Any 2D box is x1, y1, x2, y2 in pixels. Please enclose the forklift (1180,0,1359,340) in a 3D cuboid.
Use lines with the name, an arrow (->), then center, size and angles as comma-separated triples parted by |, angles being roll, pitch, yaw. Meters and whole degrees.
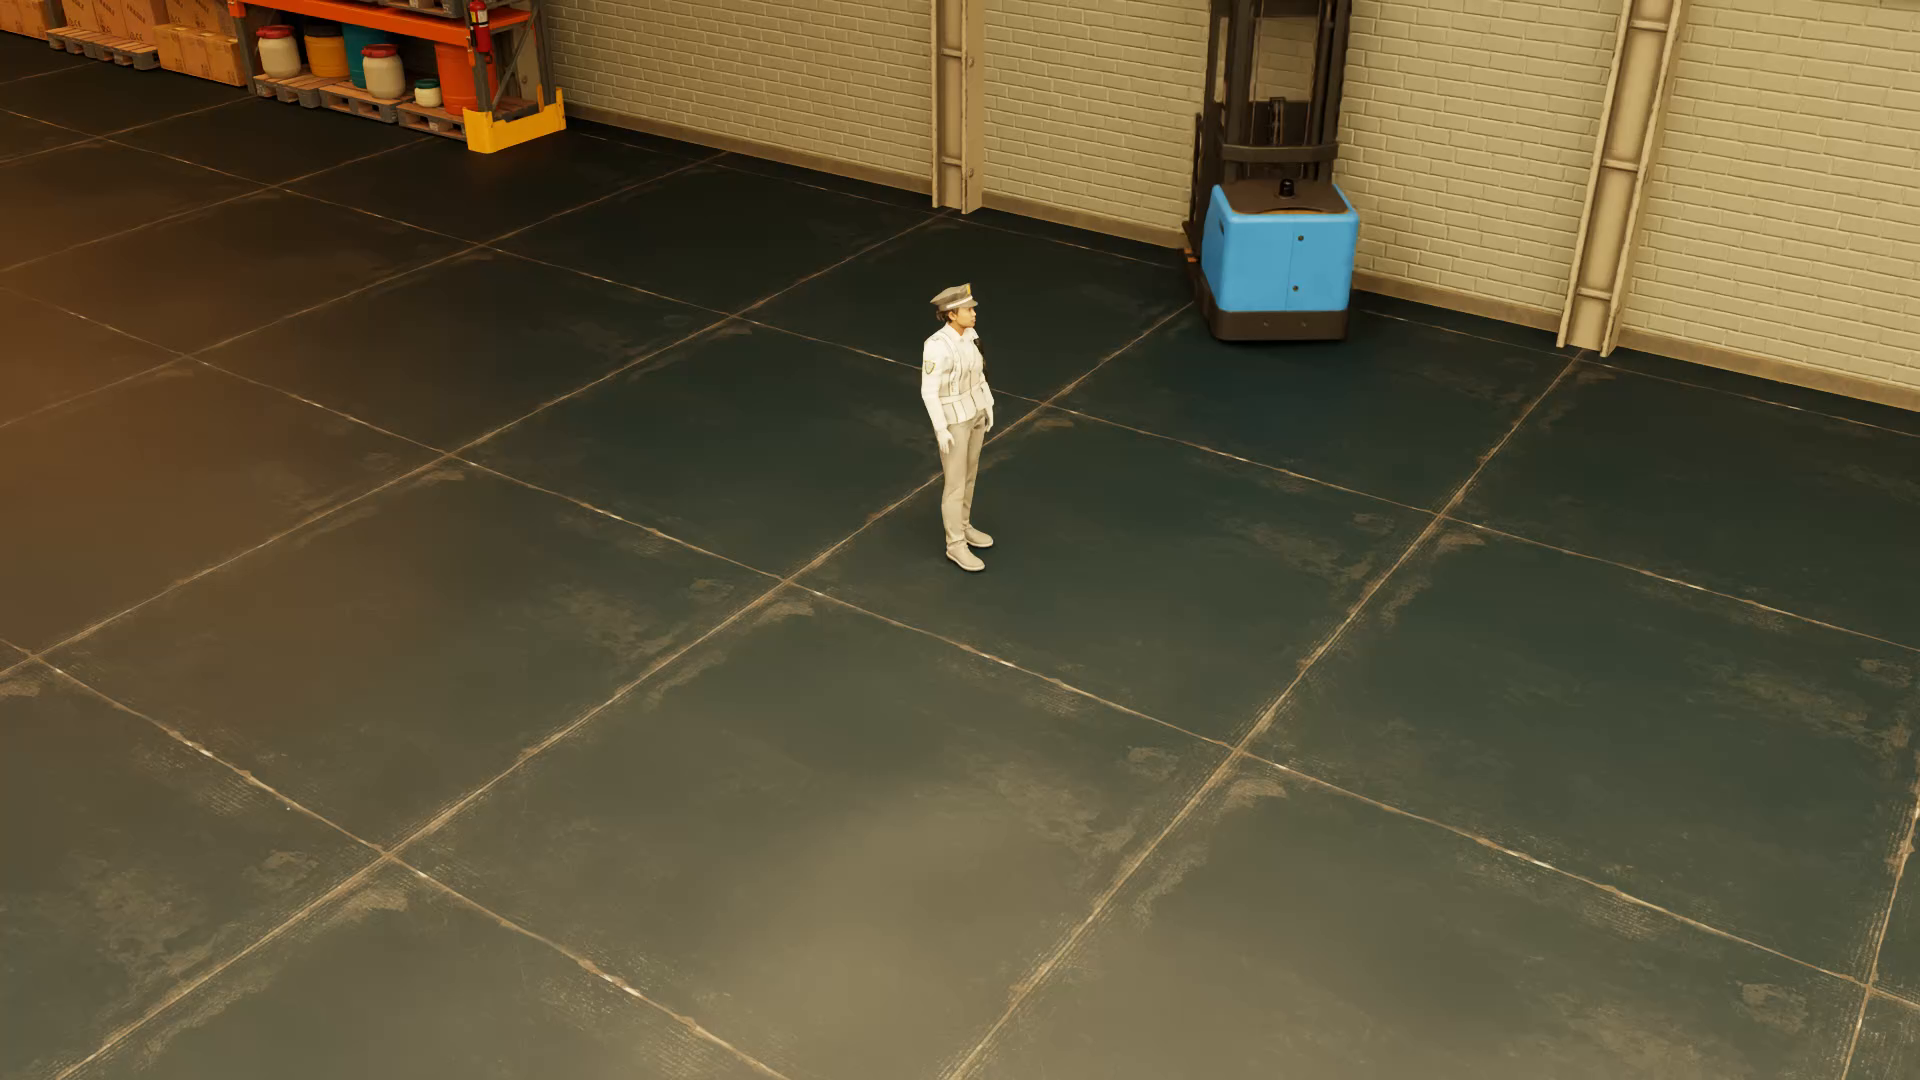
forklift -> 2.508, -3.535, 13.669 | 1.130, 2.935, 3.031 | -1, 30, -1

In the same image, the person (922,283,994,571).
person -> 0.053, -0.717, 10.032 | 0.530, 1.694, 0.586 | 19, 35, 29
